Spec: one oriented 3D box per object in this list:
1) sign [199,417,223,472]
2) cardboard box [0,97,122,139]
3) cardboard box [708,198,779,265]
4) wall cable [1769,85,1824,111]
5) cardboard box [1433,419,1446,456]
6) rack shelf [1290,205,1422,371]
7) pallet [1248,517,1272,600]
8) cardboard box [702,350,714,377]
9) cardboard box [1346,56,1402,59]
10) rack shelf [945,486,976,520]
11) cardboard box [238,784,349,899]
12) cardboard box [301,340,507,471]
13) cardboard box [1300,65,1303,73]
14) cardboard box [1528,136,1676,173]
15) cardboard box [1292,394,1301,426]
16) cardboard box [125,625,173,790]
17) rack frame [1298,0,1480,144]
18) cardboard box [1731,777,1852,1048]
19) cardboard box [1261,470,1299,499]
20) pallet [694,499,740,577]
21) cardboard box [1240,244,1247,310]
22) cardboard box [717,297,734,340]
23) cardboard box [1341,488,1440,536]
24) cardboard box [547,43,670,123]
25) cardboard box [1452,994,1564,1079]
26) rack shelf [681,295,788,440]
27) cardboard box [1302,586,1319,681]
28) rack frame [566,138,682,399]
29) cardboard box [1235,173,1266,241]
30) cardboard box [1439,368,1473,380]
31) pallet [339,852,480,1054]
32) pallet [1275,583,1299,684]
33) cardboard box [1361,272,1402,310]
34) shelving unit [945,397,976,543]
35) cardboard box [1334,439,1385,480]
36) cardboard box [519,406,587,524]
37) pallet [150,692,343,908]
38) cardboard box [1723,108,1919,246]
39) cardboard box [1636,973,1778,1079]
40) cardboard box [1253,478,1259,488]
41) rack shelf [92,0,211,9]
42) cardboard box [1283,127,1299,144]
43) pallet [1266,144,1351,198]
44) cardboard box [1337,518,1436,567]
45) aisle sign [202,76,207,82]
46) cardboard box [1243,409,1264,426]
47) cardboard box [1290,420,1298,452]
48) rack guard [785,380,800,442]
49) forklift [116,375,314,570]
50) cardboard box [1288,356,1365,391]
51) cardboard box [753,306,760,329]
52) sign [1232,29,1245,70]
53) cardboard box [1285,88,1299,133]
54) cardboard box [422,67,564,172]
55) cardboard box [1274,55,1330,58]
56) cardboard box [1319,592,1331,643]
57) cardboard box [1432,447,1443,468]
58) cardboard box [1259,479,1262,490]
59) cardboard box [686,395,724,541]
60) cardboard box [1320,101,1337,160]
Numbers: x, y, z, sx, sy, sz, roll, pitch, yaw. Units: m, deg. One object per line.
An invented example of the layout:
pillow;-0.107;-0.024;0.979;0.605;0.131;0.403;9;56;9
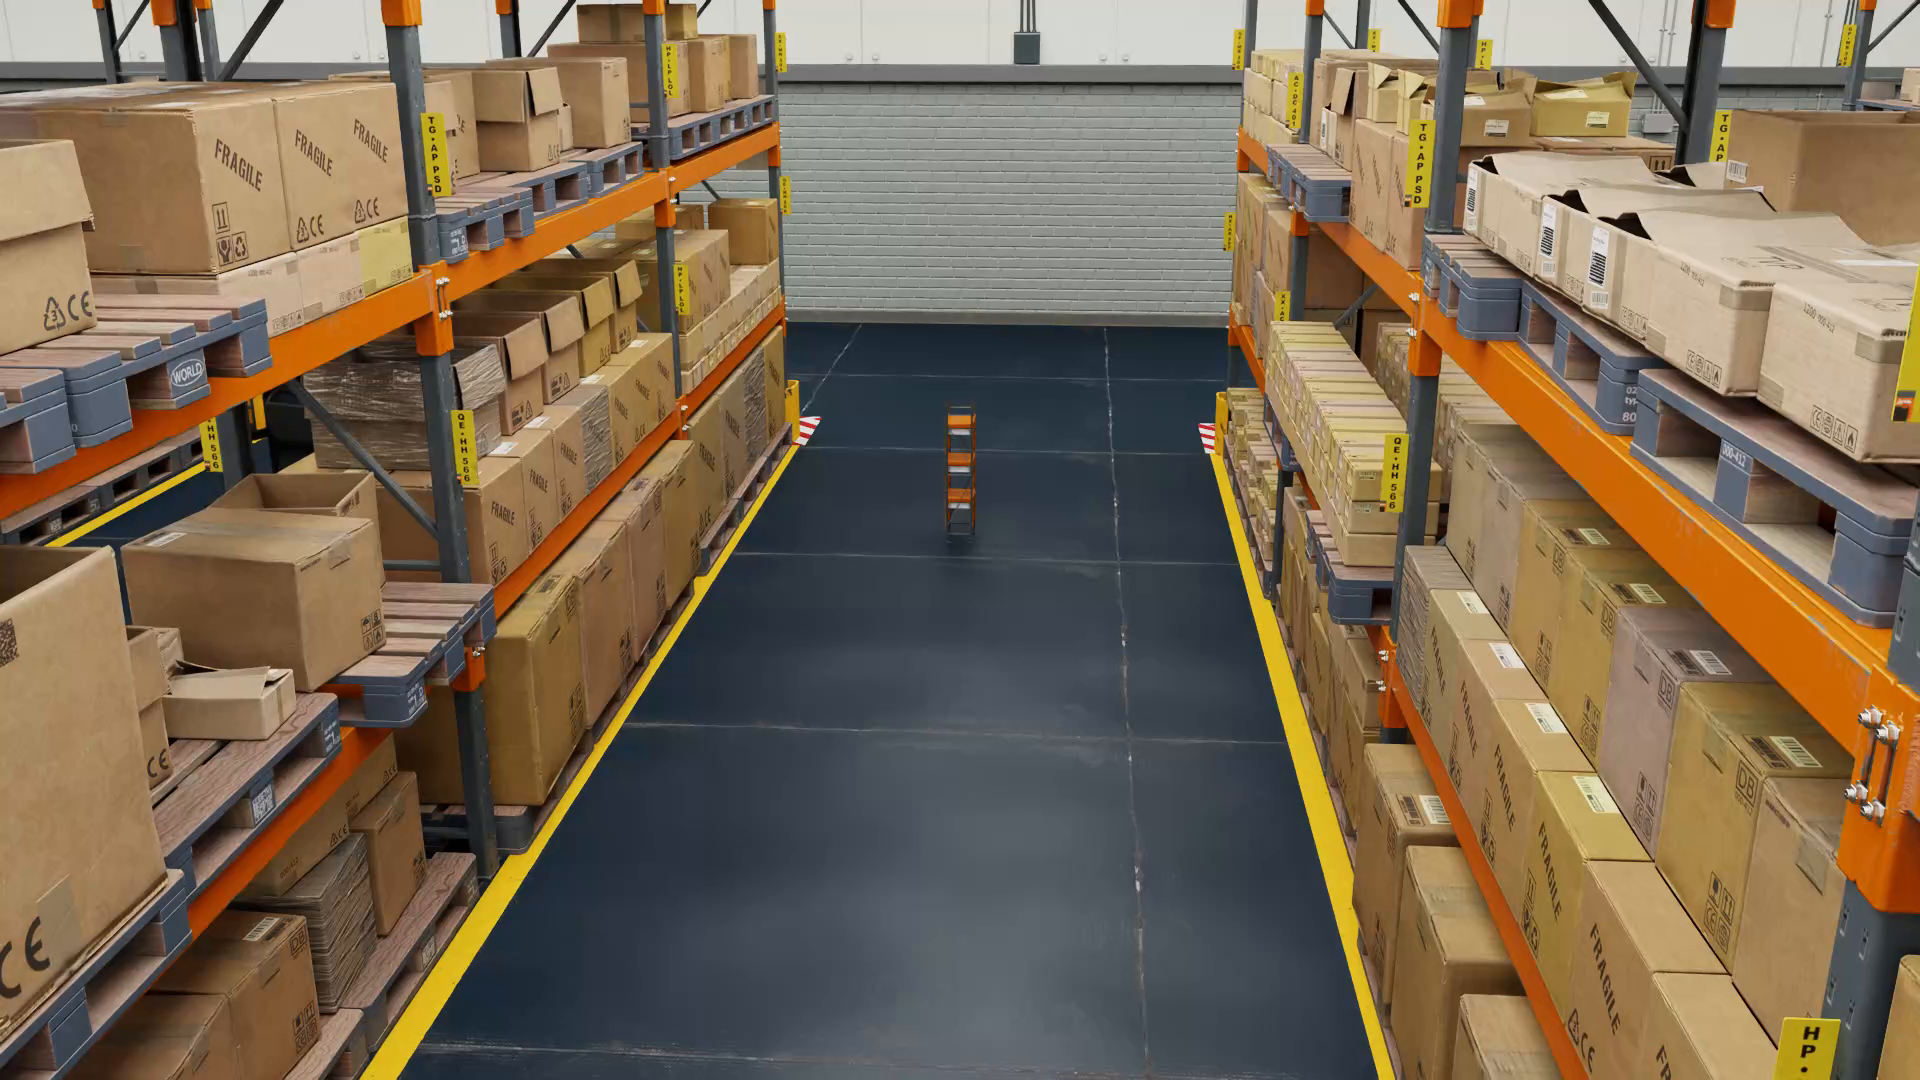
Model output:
sign;-3.202;-0.449;7.117;0.100;0.325;0.005;1;18;4
cardboard box;-3.008;-1.144;5.317;0.500;0.500;0.500;1;18;2
cardboard box;-1.848;-2.642;14.226;0.500;0.500;0.500;2;18;5
wall cable;9.606;-4.358;19.273;0.588;1.984;0.122;1;18;4
cardboard box;2.618;-0.513;8.422;0.380;0.149;0.250;1;18;3
rack shelf;2.435;-1.450;8.370;1.077;0.370;4.000;1;18;4
pallet;2.591;0.128;11.694;1.003;0.211;1.213;1;18;4
cardboard box;-1.971;-1.258;11.850;0.380;0.149;0.250;2;18;6
cardboard box;3.002;-3.424;12.036;0.380;0.149;0.250;1;18;2
rack shelf;0.004;-0.241;12.400;0.215;0.259;0.240;1;18;4
cardboard box;-2.694;1.109;6.326;0.500;0.250;0.500;3;18;10
cardboard box;-2.580;-0.639;7.783;0.797;0.503;0.637;2;18;6
cardboard box;2.328;-2.872;10.352;0.380;0.149;0.250;0;18;1
cardboard box;2.598;-1.390;6.870;0.500;0.500;0.500;1;18;4
cardboard box;2.002;-0.690;8.962;0.380;0.149;0.250;1;18;3
cardboard box;-2.903;0.566;5.039;0.797;0.503;0.637;3;18;10
rack frame;2.578;-3.839;9.686;1.000;3.000;0.127;1;18;4
cardboard box;2.035;0.820;3.338;0.700;0.500;0.500;1;18;3
cardboard box;2.334;-0.389;11.743;0.380;0.149;0.250;1;18;3
pallet;-2.229;-0.039;12.204;1.003;0.211;1.213;1;18;4
cardboard box;2.544;-2.119;13.434;0.500;0.500;0.500;1;18;4
cardboard box;-1.994;-1.655;12.421;0.500;0.250;0.500;2;18;5
cardboard box;1.873;-0.131;7.256;0.380;0.149;0.250;2;18;5
cardboard box;-2.365;-3.094;11.237;0.700;0.500;0.500;0;18;1
cardboard box;2.033;1.872;4.831;1.050;0.750;0.750;1;18;4
rack shelf;-2.218;-1.409;13.062;1.077;0.370;4.000;1;18;4
cardboard box;2.201;0.551;9.263;0.500;0.500;0.500;2;18;5
rack frame;-2.361;-1.130;11.054;1.000;3.000;0.127;1;18;4
cardboard box;2.568;-2.761;13.787;0.500;0.500;0.500;1;18;4
cardboard box;2.650;-0.817;8.873;0.380;0.149;0.250;0;18;1
pallet;-2.706;1.680;6.957;1.003;0.211;1.213;1;18;4
pallet;2.524;0.579;10.317;1.003;0.211;1.213;1;18;4
cardboard box;2.854;-1.787;10.814;0.500;0.500;0.500;2;18;5
shelving unit;0.004;-0.516;12.310;0.215;1.050;0.252;1;18;4
cardboard box;1.890;-0.349;7.444;0.380;0.149;0.250;1;18;3
cardboard box;-2.274;-0.399;8.664;0.500;0.500;0.500;1;18;3
pallet;-2.749;0.819;5.414;1.003;0.211;1.213;1;18;4
cardboard box;2.446;-0.919;4.599;0.500;0.500;0.500;1;18;4
cardboard box;1.776;1.281;3.535;0.500;0.500;0.500;1;18;4
cardboard box;2.427;-0.363;12.618;0.380;0.149;0.250;2;18;5
rack shelf;-7.158;-4.181;12.528;1.077;0.370;4.000;1;18;4
cardboard box;2.344;-2.500;10.660;0.500;0.250;0.500;2;18;5
pallet;2.428;-2.135;9.605;1.213;0.211;1.003;1;18;4
cardboard box;1.869;0.011;7.302;0.380;0.149;0.250;2;18;5
aisle sign;-6.718;-3.734;14.827;0.394;0.787;0.004;1;18;4
cardboard box;2.508;-0.960;13.484;0.380;0.149;0.250;0;18;1
cardboard box;2.003;-0.550;9.014;0.380;0.149;0.250;1;18;3
rack guard;-2.073;-1.192;15.258;1.175;0.500;0.348;1;18;4
forklift;-4.808;-1.386;11.945;1.130;2.935;3.031;7;20;21
cardboard box;2.018;-0.915;9.173;0.380;0.149;0.250;1;18;3
cardboard box;-1.844;-1.818;13.557;0.380;0.149;0.250;1;18;3
sign;2.324;-4.083;13.846;0.100;0.325;0.005;1;18;4
cardboard box;2.358;-2.729;10.554;0.500;0.250;0.500;0;18;1
cardboard box;-2.523;-2.197;8.652;0.797;0.503;0.637;1;18;3
cardboard box;2.474;-3.434;12.067;0.380;0.149;0.250;2;18;6
cardboard box;2.157;0.354;8.662;0.500;0.250;0.500;2;18;5
cardboard box;2.618;-0.372;8.470;0.380;0.149;0.250;2;18;5
cardboard box;2.407;-0.402;12.259;0.380;0.149;0.250;2;18;5
cardboard box;-2.234;-0.523;11.940;0.875;0.875;0.875;1;18;4
cardboard box;2.306;-2.302;9.282;0.500;0.311;0.500;1;18;3
